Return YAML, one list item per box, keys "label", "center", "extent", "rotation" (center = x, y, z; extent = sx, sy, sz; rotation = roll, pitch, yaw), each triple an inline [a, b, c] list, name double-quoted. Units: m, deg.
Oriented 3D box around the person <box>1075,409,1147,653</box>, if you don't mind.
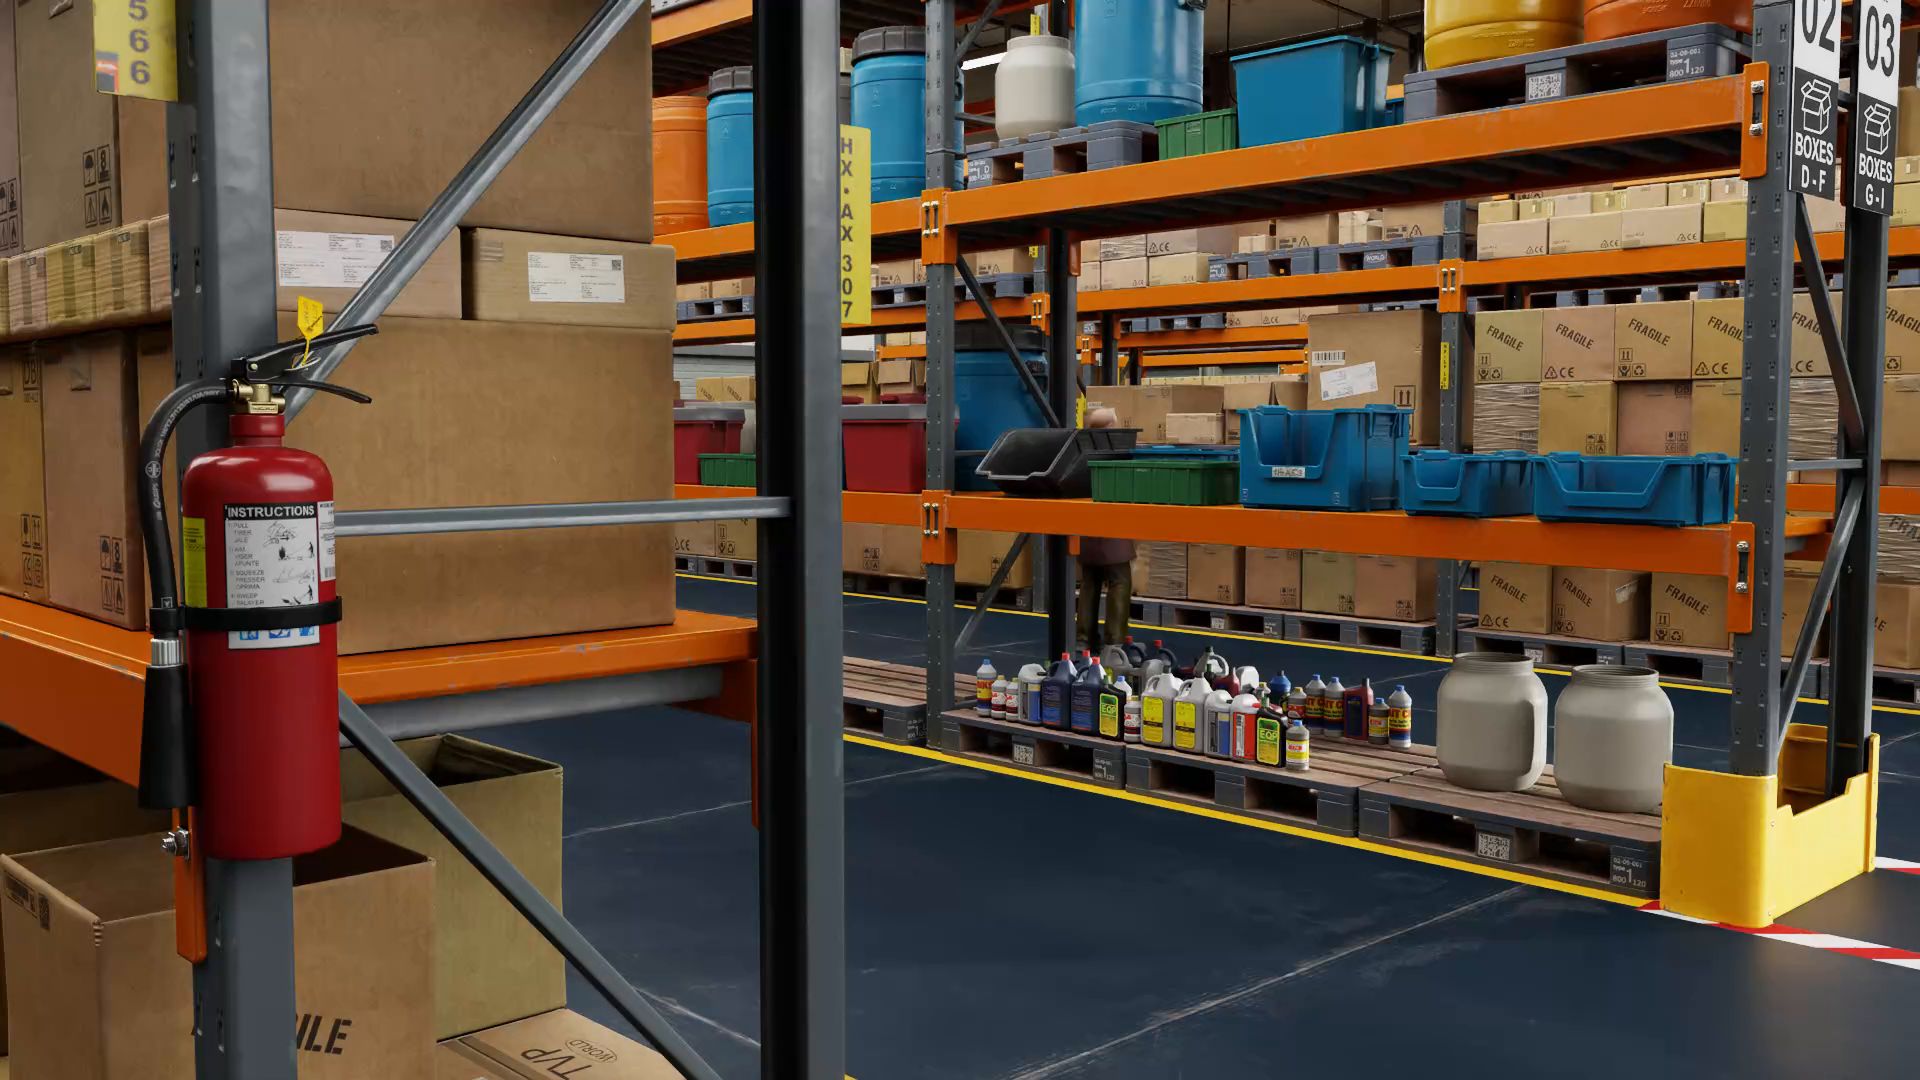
- label: "person"
  center: [1.045, -0.064, 12.162]
  extent: [0.589, 1.778, 0.424]
  rotation: [4, 5, 44]
